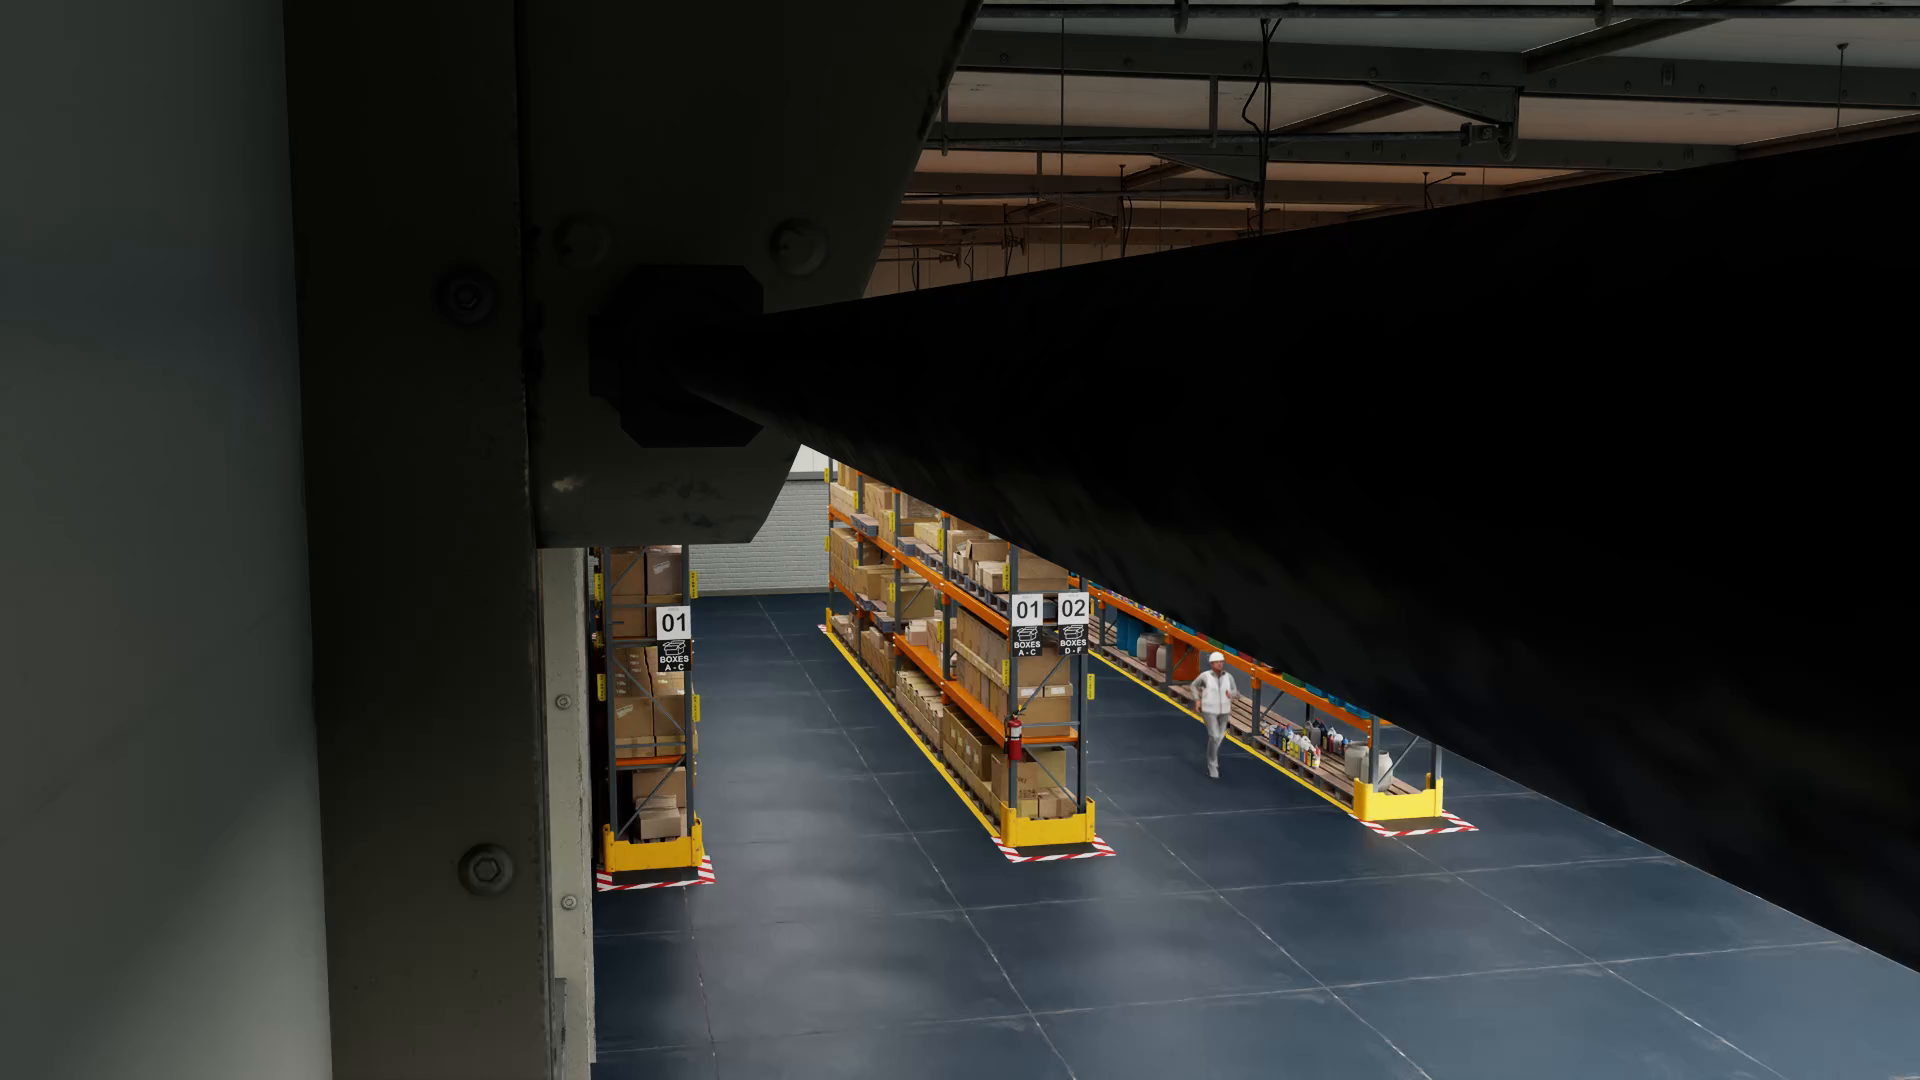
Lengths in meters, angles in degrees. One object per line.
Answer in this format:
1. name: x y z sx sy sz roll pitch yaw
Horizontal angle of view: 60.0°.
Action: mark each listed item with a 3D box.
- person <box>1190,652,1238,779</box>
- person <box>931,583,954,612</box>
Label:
1. person: 3.760 2.554 24.473 0.625 1.836 0.769 -2 7 -17
2. person: -0.379 1.158 36.359 0.687 1.761 0.697 7 10 45
